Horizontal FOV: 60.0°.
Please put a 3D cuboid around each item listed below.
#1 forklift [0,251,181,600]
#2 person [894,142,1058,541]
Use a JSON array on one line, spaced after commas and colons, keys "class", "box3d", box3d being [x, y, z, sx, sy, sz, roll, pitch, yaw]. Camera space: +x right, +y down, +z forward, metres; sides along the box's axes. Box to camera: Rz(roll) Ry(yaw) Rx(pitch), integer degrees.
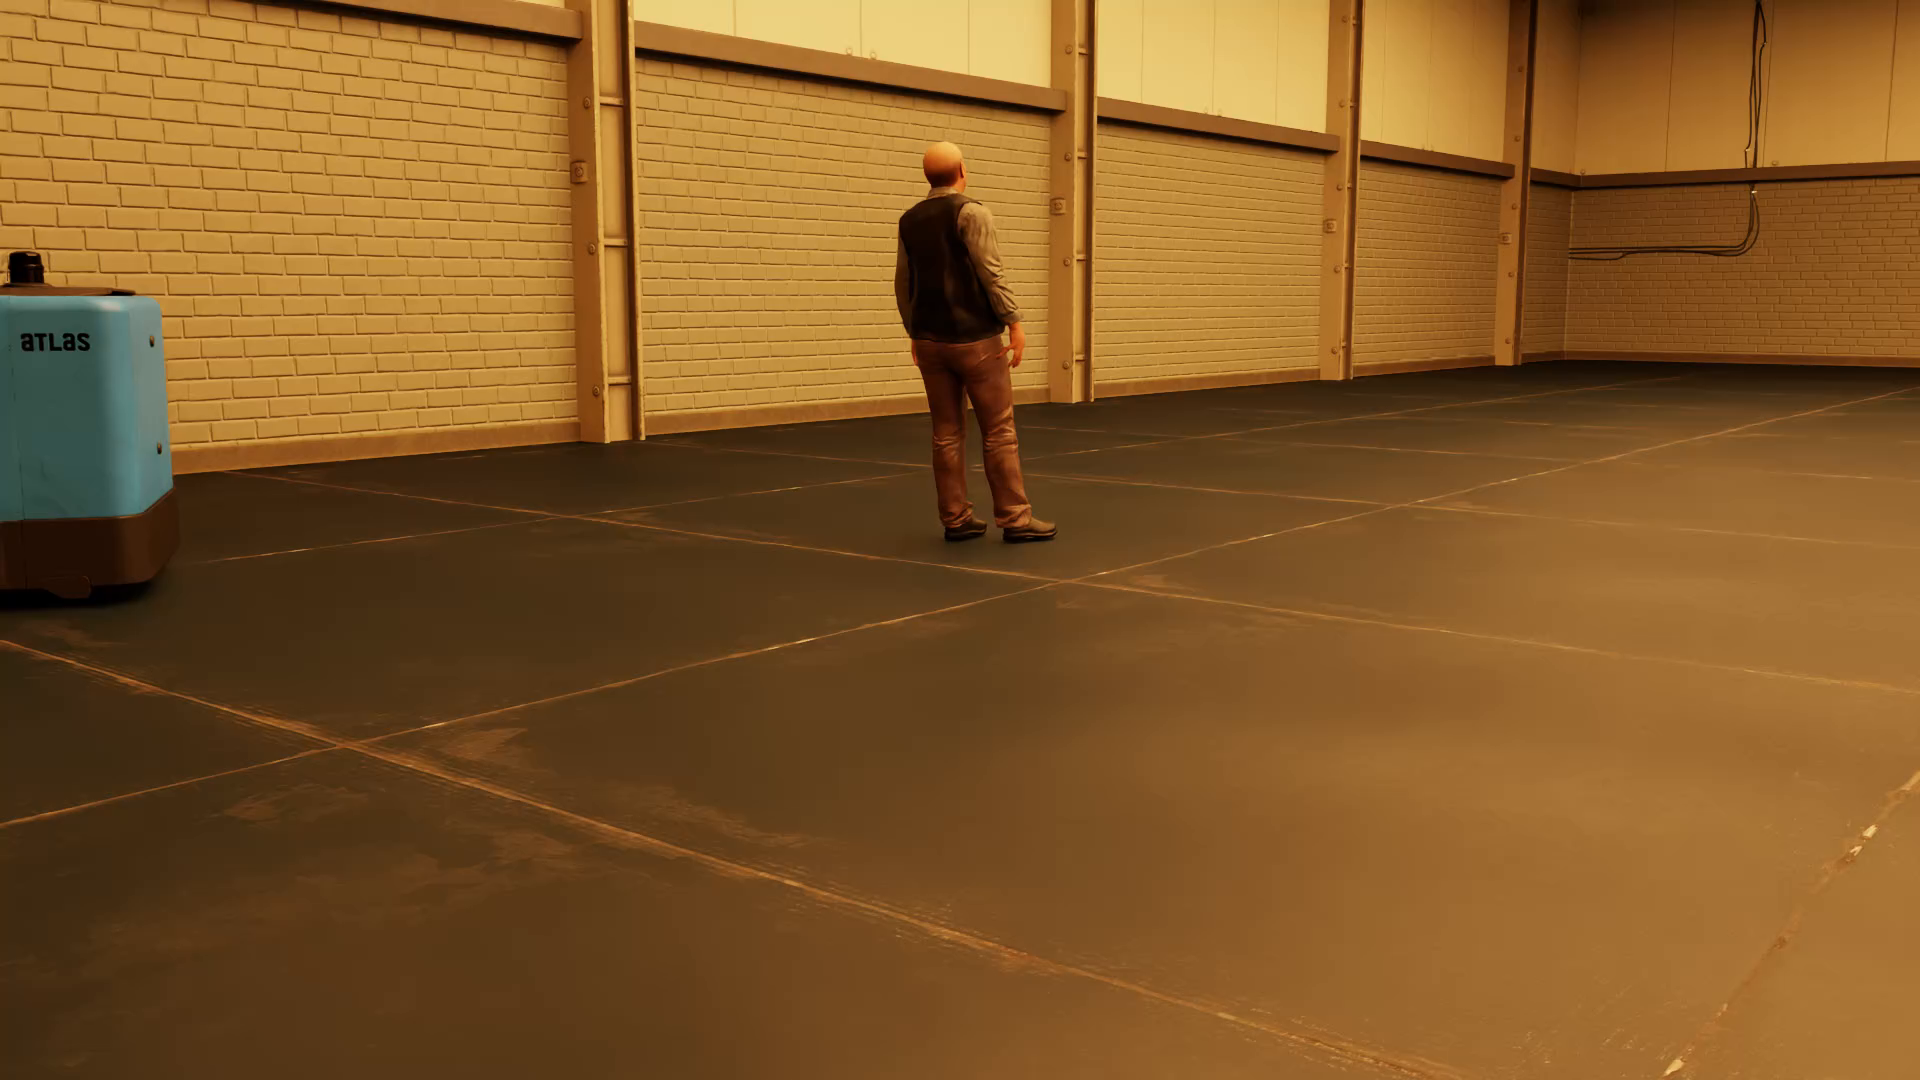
[{"class": "forklift", "box3d": [-4.464, -1.227, 5.670, 3.031, 2.935, 1.130, -3, 9, -18]}, {"class": "person", "box3d": [0.045, -0.866, 7.323, 0.634, 1.722, 0.566, 7, 11, 38]}]
